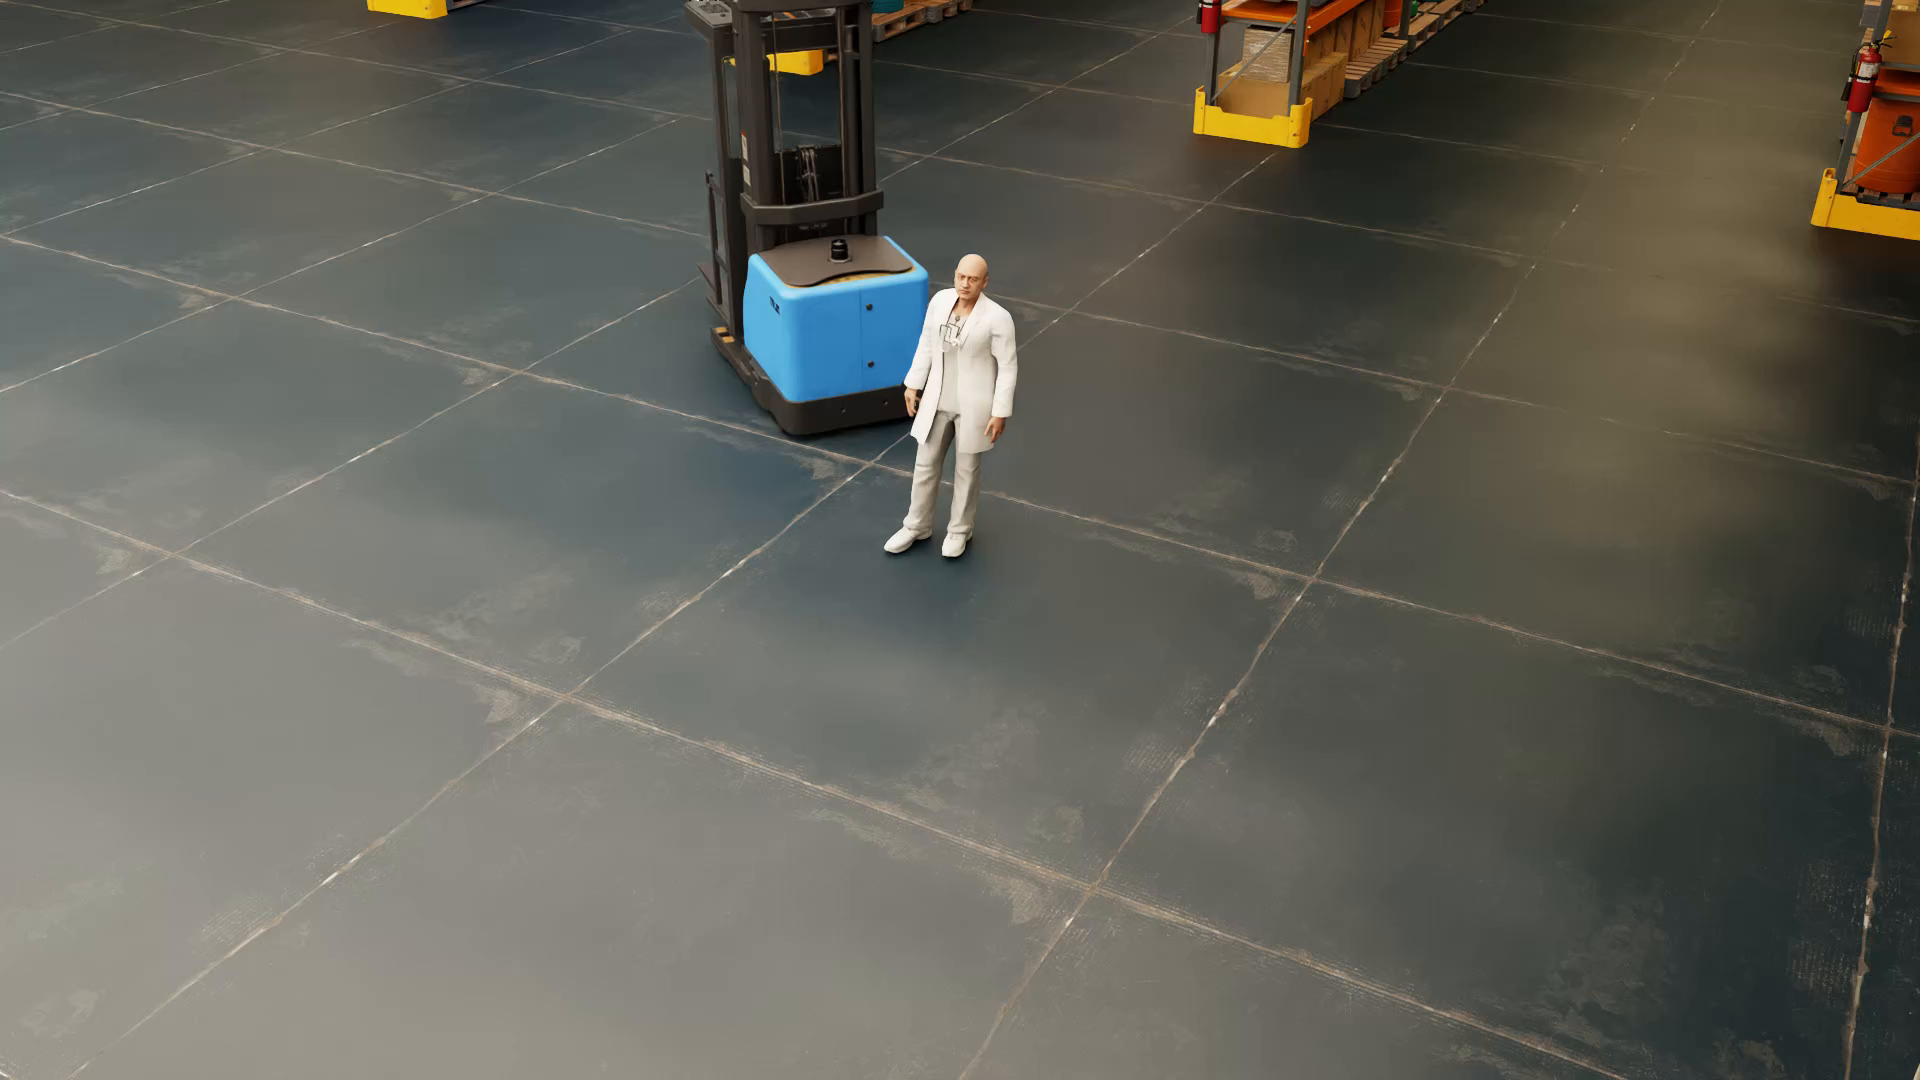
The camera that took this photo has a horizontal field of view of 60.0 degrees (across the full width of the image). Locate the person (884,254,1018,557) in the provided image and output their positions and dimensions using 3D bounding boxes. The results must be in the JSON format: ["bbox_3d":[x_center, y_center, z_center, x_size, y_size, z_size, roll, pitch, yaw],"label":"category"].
[{"bbox_3d":[-0.048,-0.737,9.489,0.694,1.775,0.581,15,33,25],"label":"person"}]

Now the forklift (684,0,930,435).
[{"bbox_3d":[-1.226,-2.686,11.725,1.130,2.935,3.031,-12,32,-20],"label":"forklift"}]
